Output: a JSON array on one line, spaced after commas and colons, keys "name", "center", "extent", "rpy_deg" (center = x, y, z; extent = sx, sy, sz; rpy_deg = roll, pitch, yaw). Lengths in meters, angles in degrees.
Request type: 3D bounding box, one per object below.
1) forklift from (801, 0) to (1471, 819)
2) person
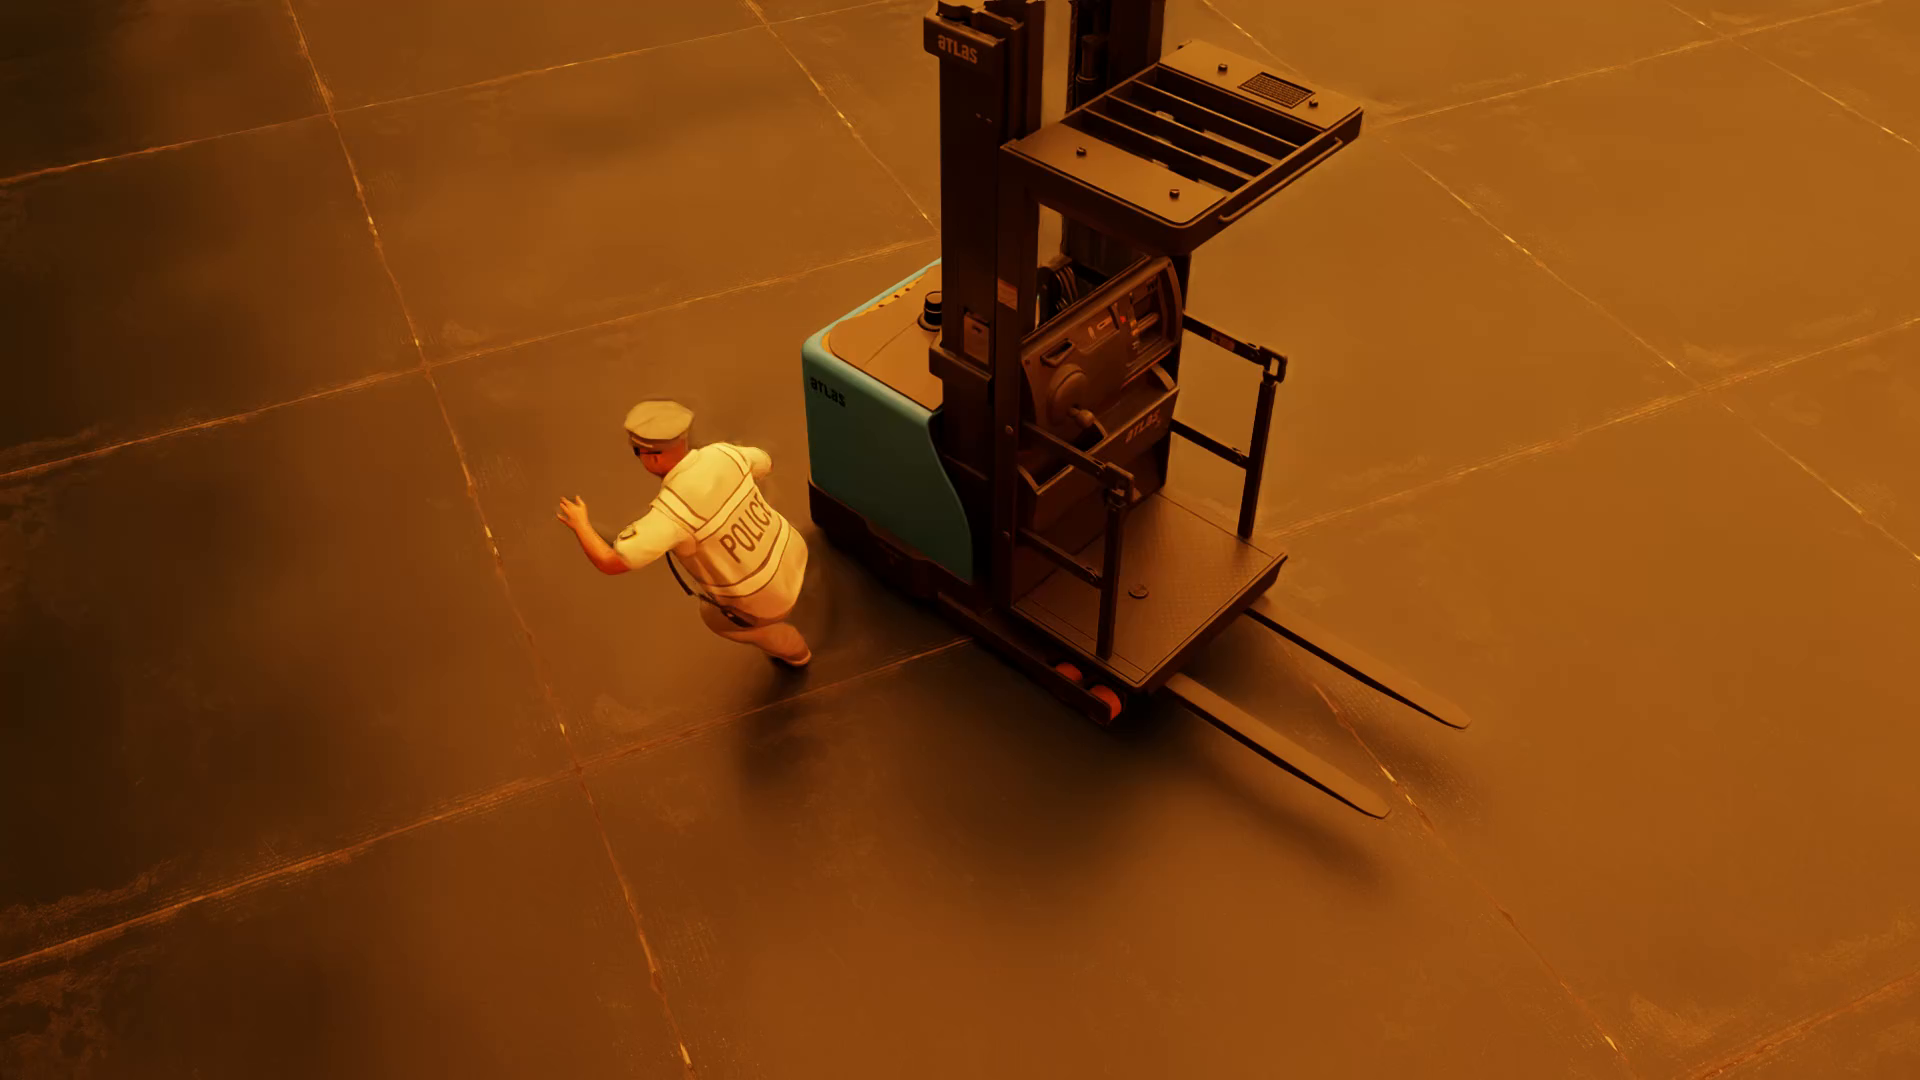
[{"name": "forklift", "center": [0.724, -0.705, 6.436], "extent": [3.031, 2.935, 1.130], "rpy_deg": [32, 52, 30]}, {"name": "person", "center": [-1.033, 0.003, 6.743], "extent": [0.951, 1.516, 1.080], "rpy_deg": [12, 44, 12]}]
